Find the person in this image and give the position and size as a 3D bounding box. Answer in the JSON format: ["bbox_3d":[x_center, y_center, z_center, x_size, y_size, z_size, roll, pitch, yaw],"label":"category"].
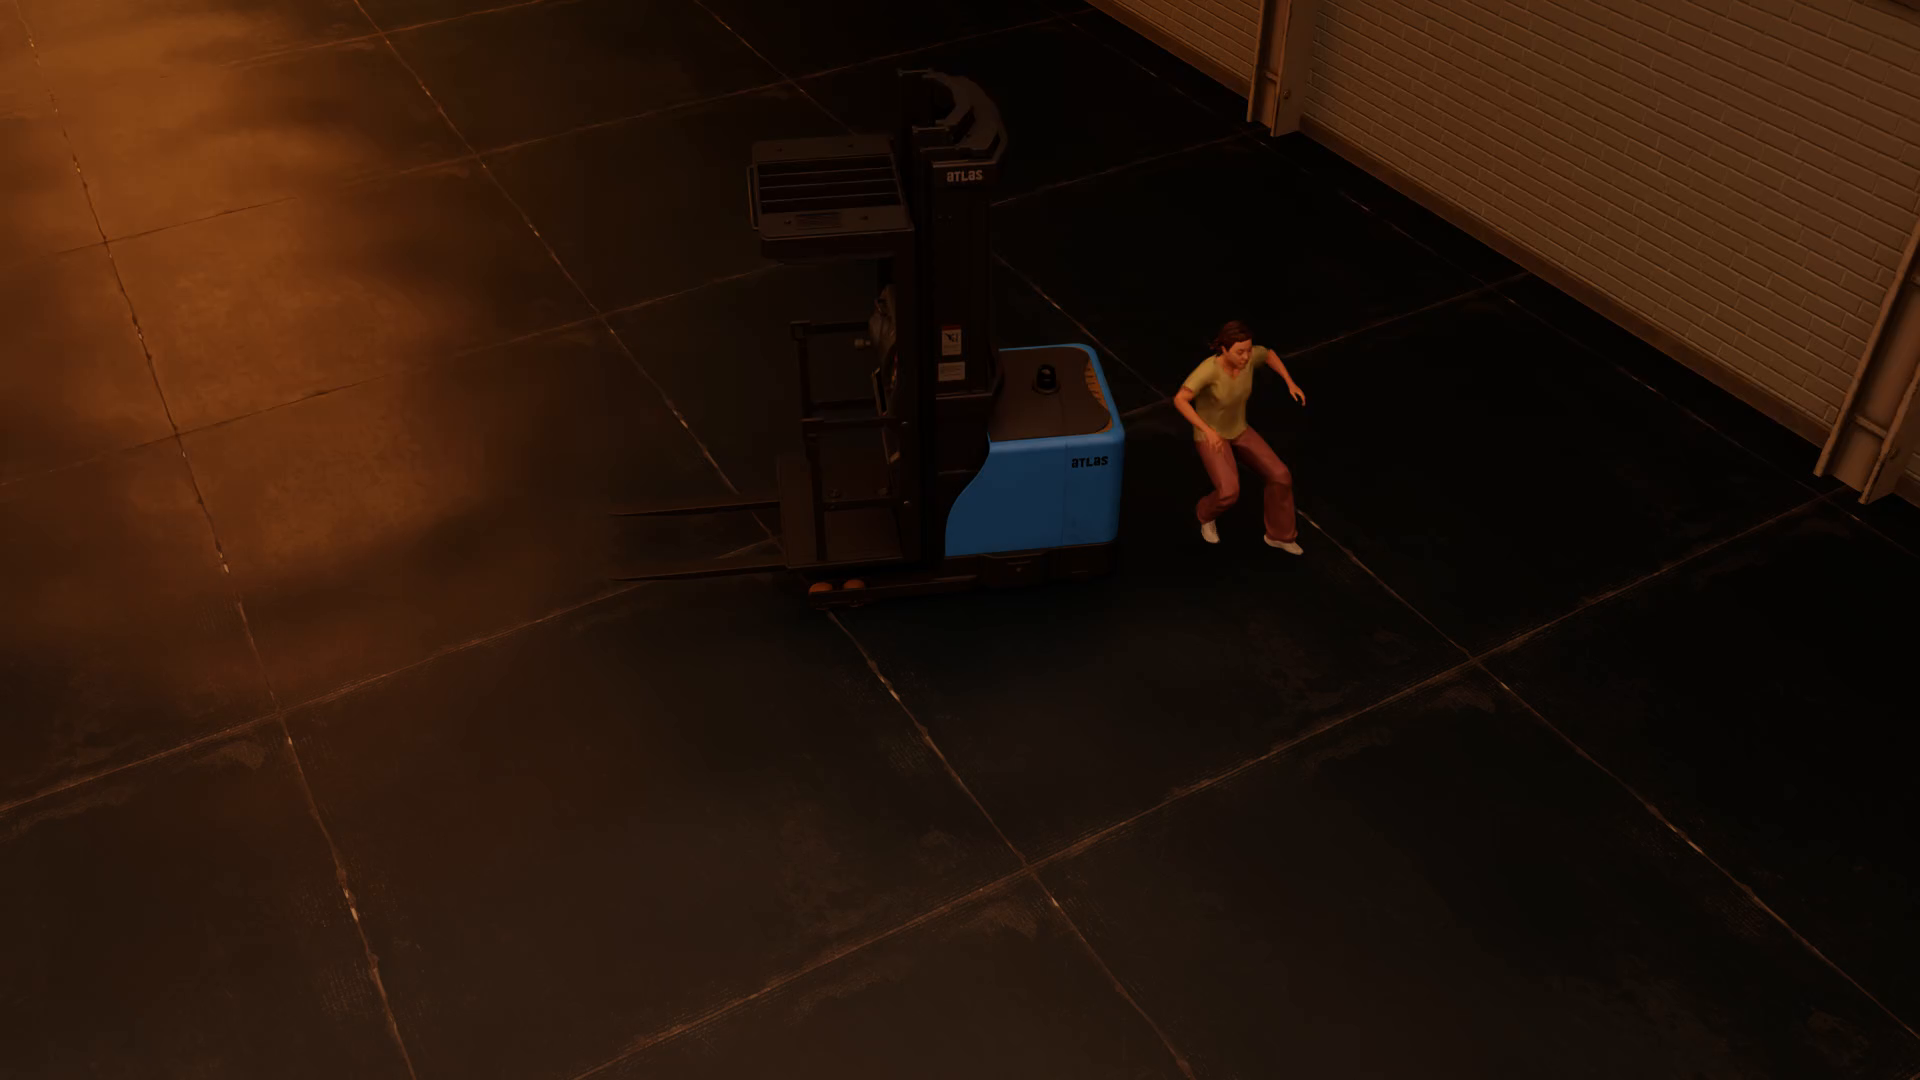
[{"bbox_3d":[1.685,-0.546,9.870,0.886,1.558,0.714,-20,44,-23],"label":"person"}]

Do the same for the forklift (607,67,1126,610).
[{"bbox_3d":[-0.604,-1.075,9.332,3.031,2.935,1.130,-5,40,-6],"label":"forklift"}]
